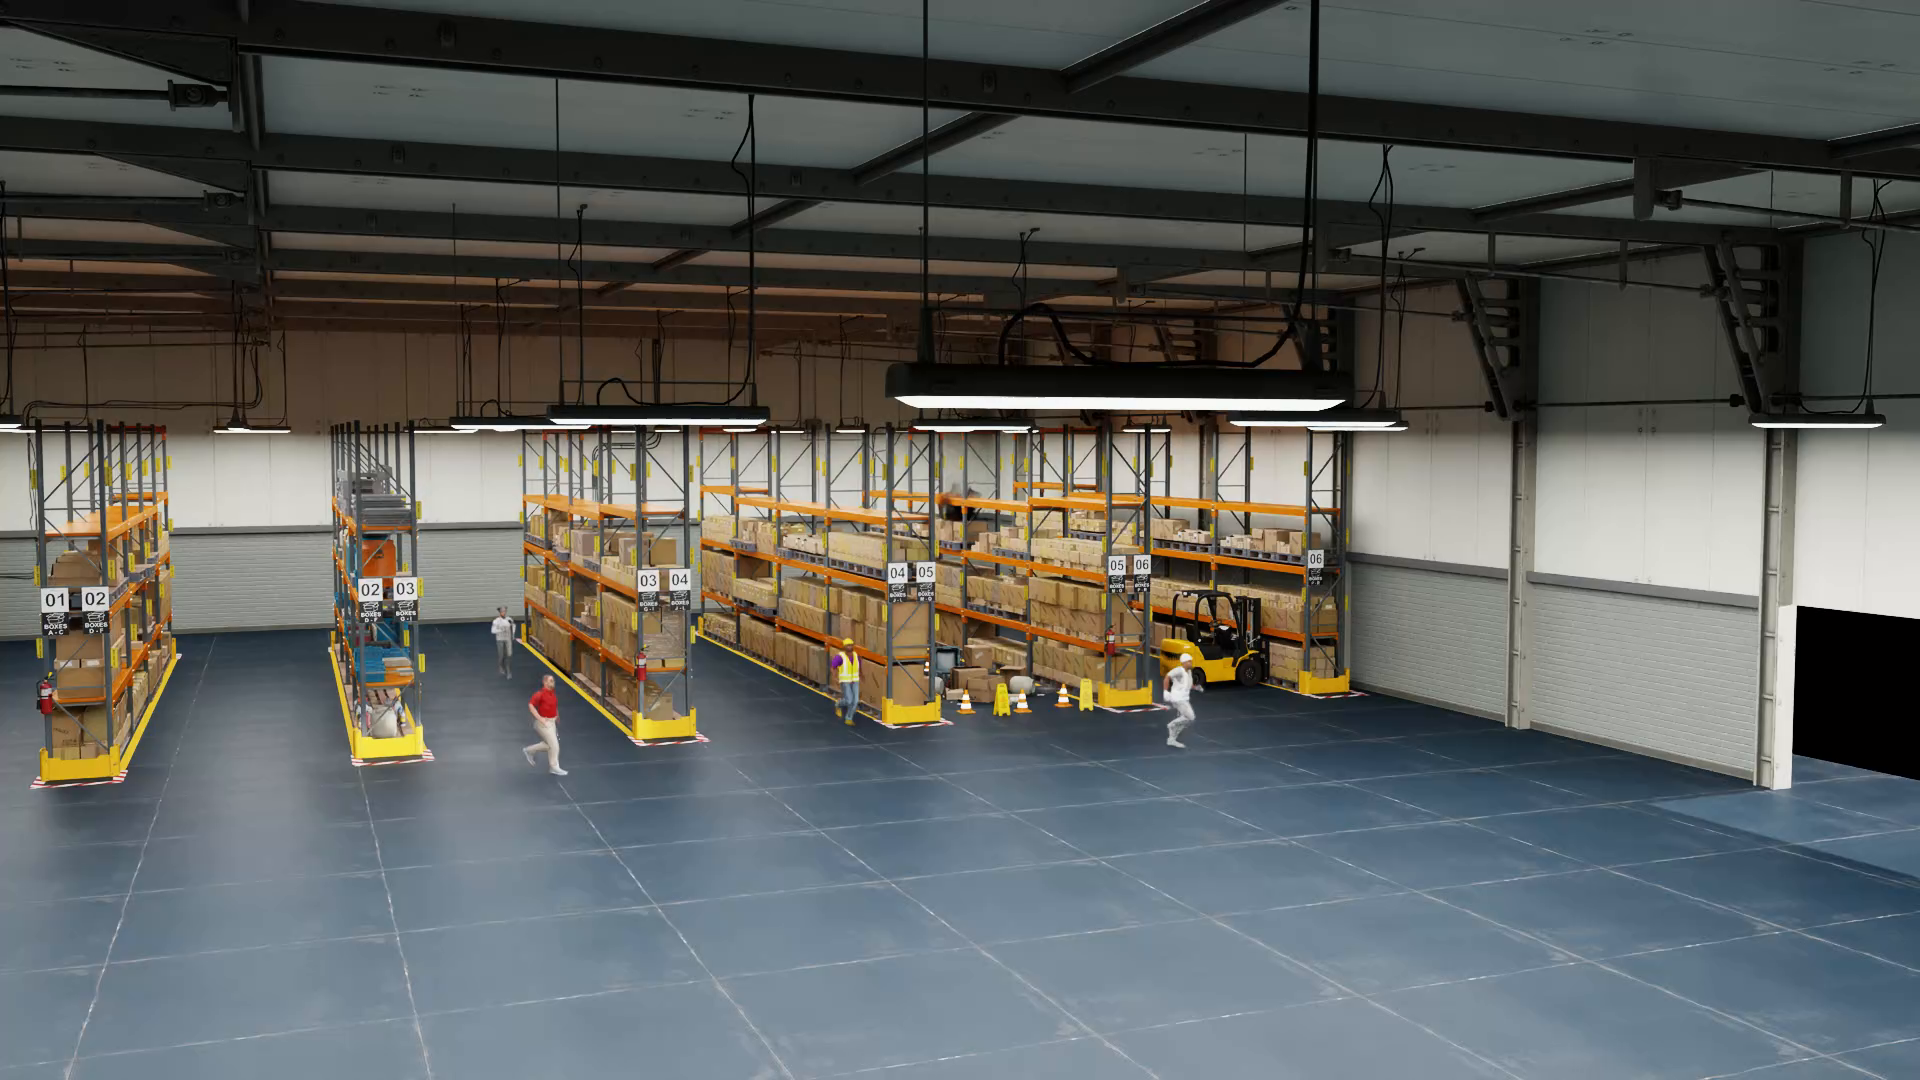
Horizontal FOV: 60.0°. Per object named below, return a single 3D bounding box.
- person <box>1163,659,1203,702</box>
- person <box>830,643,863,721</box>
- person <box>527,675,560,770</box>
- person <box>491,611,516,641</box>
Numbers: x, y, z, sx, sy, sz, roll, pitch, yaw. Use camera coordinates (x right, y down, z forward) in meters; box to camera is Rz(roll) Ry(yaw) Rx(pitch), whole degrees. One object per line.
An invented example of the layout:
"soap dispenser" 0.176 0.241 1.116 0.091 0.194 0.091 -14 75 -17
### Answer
"person" 4.145 2.546 30.517 0.604 0.843 0.730 2 4 30
"person" -2.210 2.792 32.975 0.700 1.614 0.535 -2 4 -34
"person" -11.044 2.267 28.174 8.407 3.254 2.223 1 4 12
"person" -10.801 1.985 39.376 0.593 0.769 0.482 -1 4 -22
